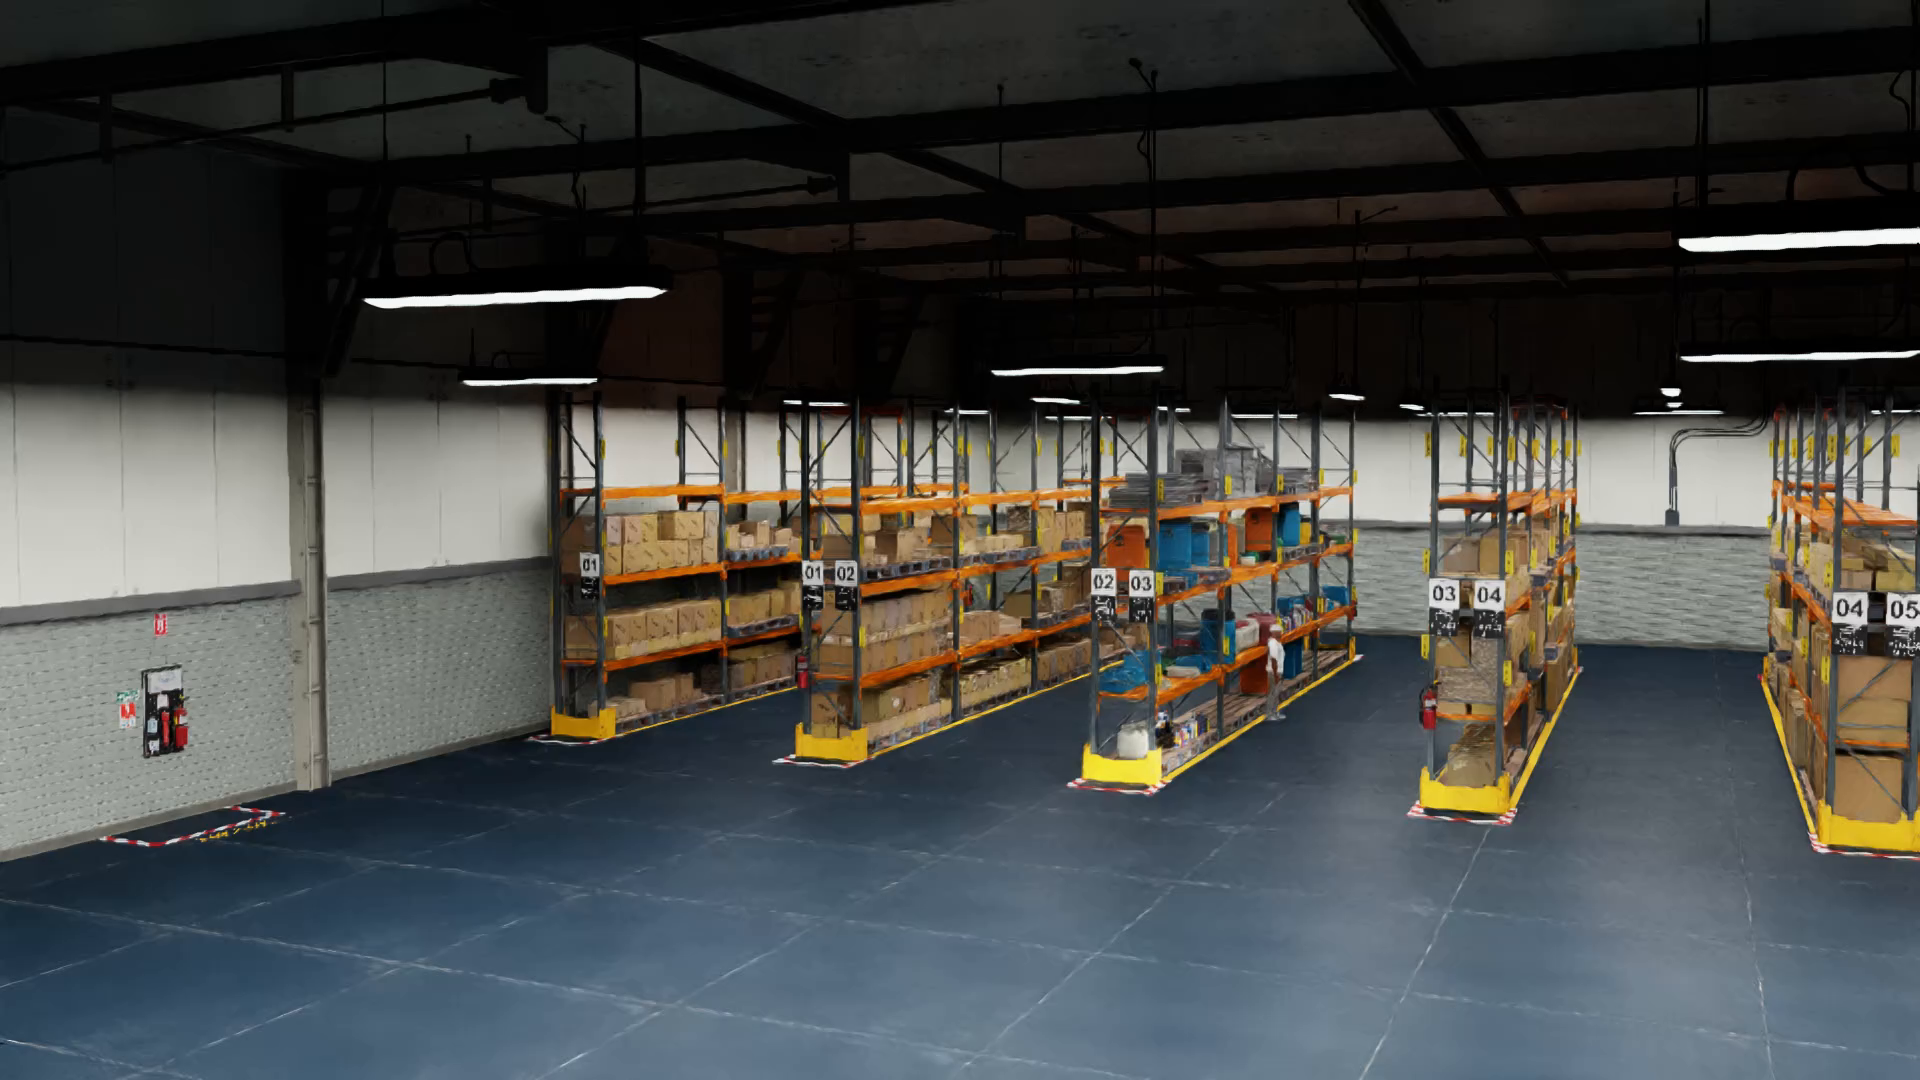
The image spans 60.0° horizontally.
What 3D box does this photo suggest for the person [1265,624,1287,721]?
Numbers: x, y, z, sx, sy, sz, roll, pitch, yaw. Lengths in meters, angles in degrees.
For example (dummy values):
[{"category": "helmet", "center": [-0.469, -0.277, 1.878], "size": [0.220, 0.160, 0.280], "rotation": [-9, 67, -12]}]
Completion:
[{"category": "person", "center": [5.803, 2.414, 30.510], "size": [0.389, 1.764, 0.665], "rotation": [1, 3, 12]}]
